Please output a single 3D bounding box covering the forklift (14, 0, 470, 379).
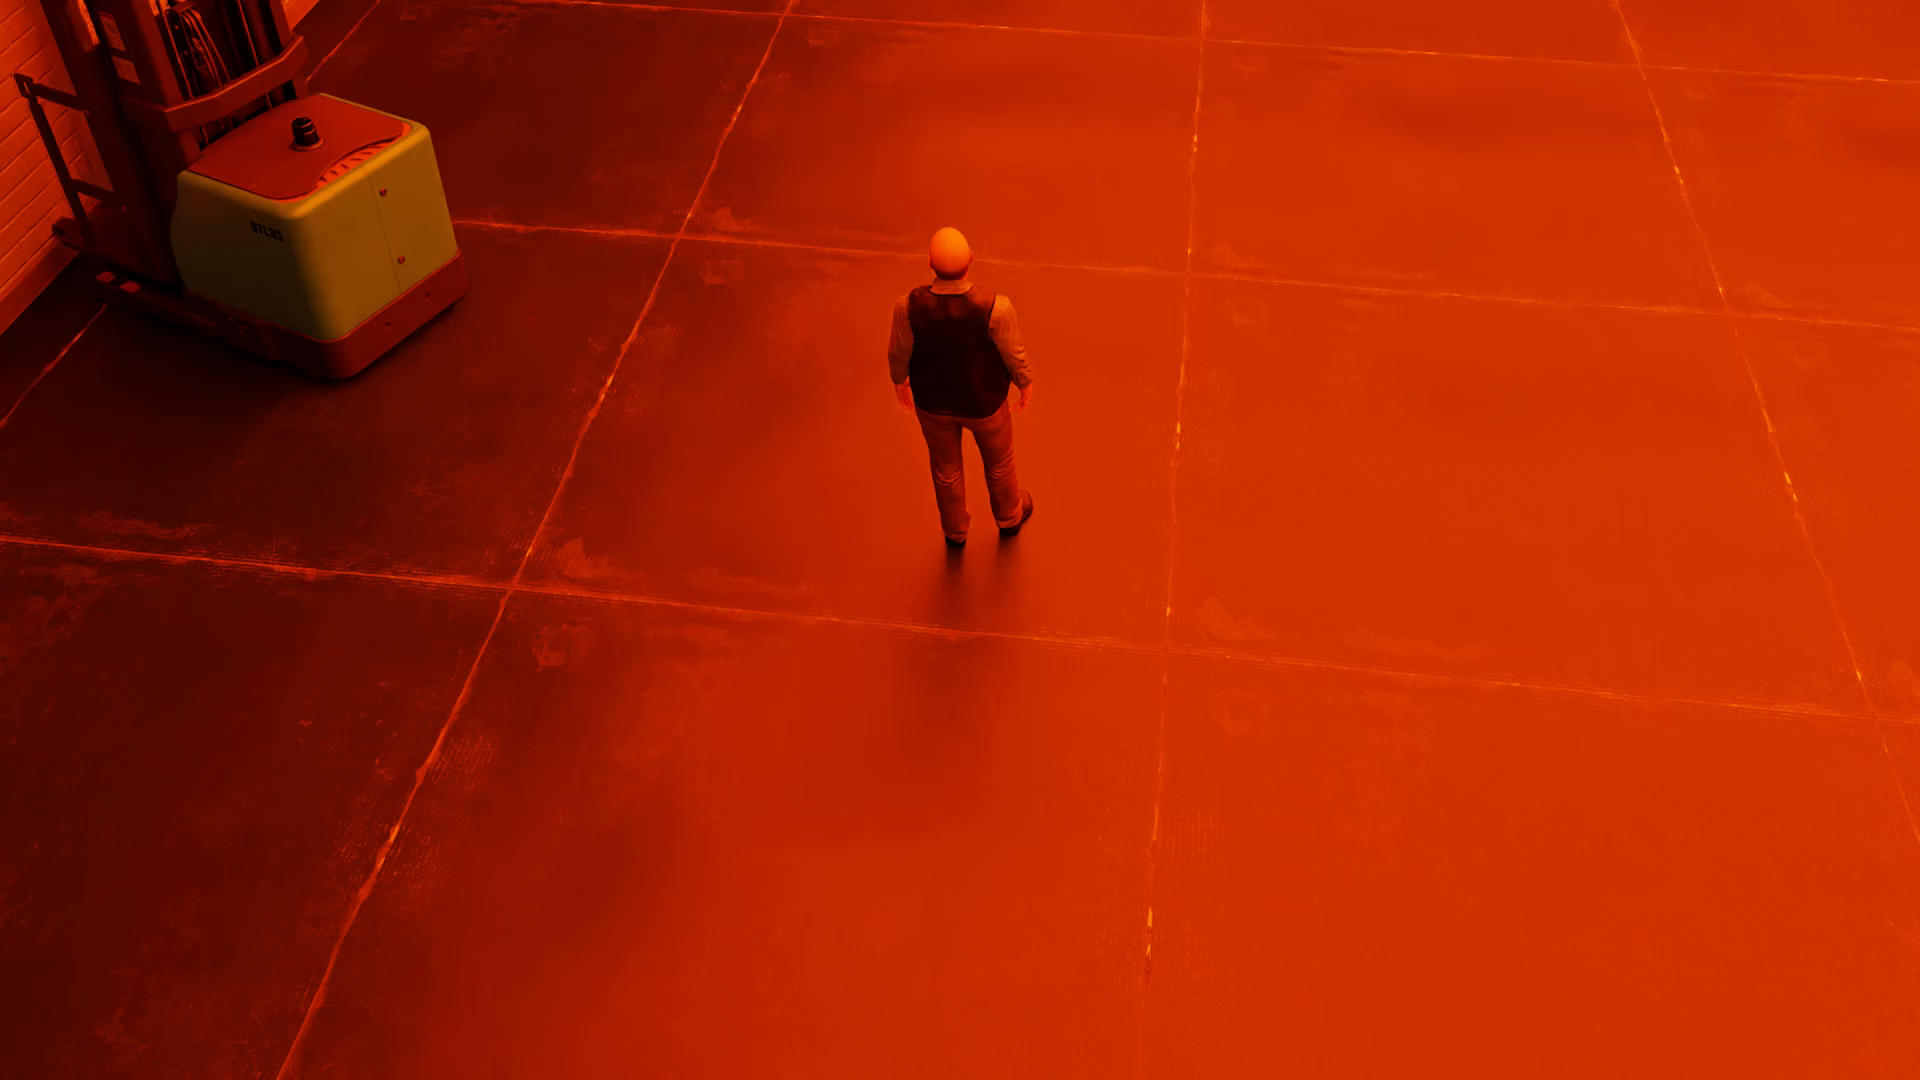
[{"bbox_3d":[-4.291,-2.644,8.602,3.031,2.935,1.130,20,46,21],"label":"forklift"}]

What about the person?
[{"bbox_3d":[0.015,-0.681,7.349,0.634,1.722,0.566,5,43,6],"label":"person"}]
